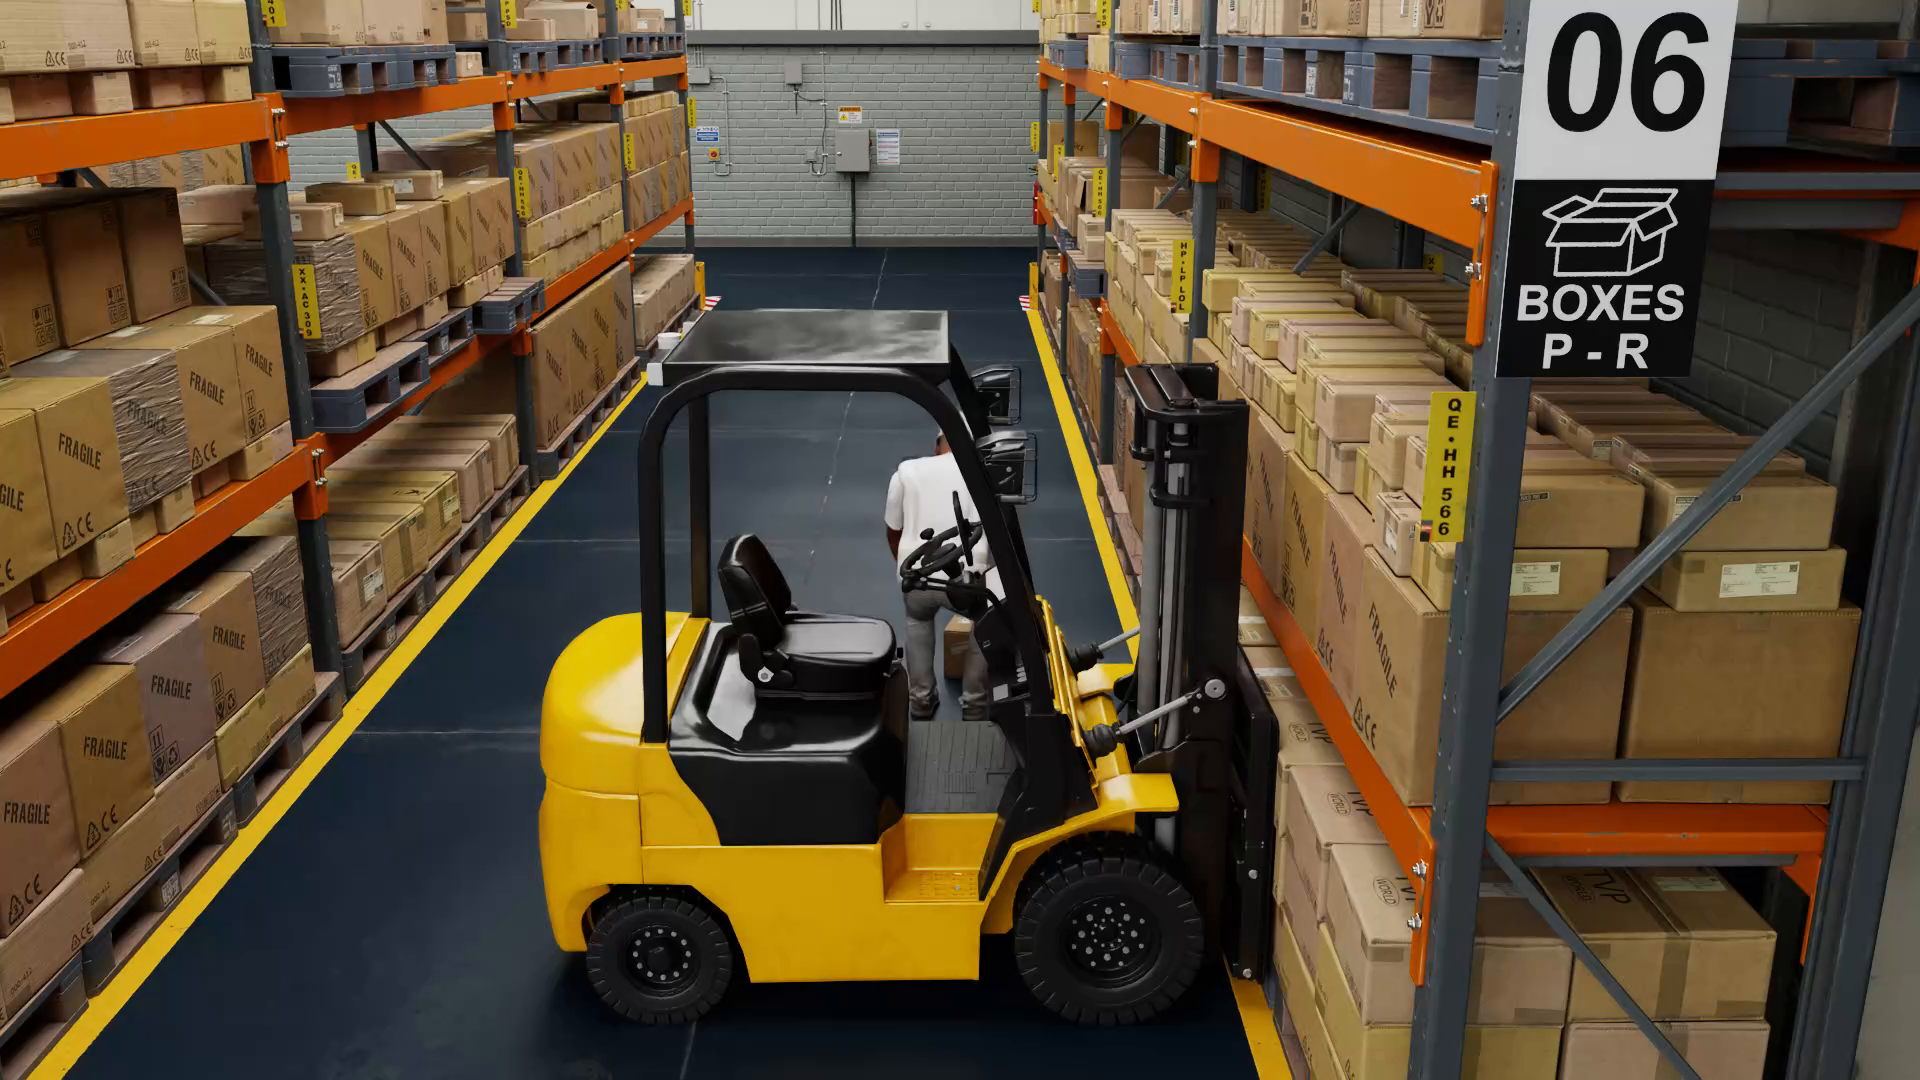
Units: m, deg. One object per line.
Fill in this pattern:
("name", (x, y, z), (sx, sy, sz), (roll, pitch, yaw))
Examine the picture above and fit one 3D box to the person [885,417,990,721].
("person", (-0.066, 0.137, 7.782), (0.631, 1.343, 0.787), (4, 17, 12))
